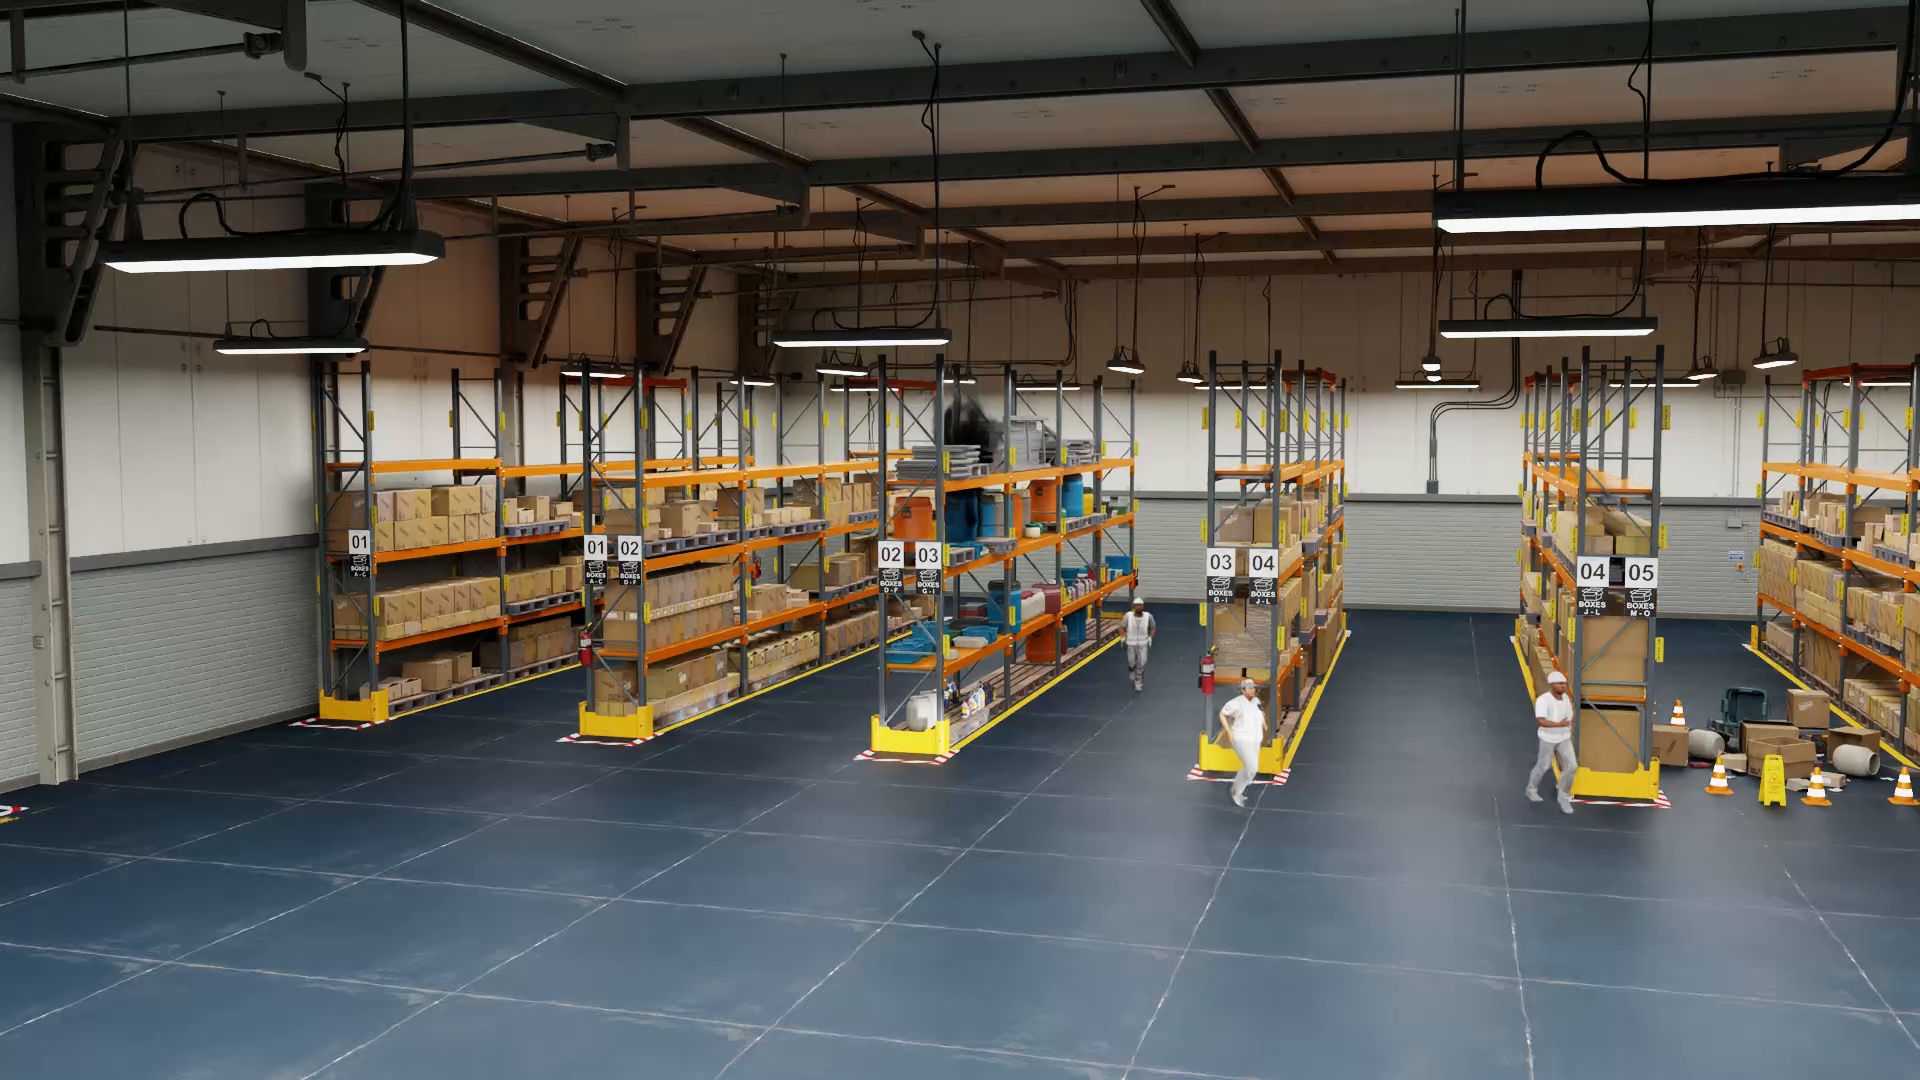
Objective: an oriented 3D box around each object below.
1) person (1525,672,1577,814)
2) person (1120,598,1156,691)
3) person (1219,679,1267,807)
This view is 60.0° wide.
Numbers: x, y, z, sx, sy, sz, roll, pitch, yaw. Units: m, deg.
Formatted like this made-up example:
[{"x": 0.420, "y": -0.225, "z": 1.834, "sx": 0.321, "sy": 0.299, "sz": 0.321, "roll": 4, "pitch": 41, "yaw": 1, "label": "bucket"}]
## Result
[{"x": 7.646, "y": 2.594, "z": 21.393, "sx": 0.670, "sy": 1.824, "sz": 0.849, "roll": -2, "pitch": 4, "yaw": -21, "label": "person"}, {"x": 3.322, "y": 1.929, "z": 30.997, "sx": 0.668, "sy": 1.728, "sz": 0.639, "roll": 0, "pitch": 4, "yaw": 5, "label": "person"}, {"x": 3.750, "y": 2.629, "z": 21.662, "sx": 0.583, "sy": 1.655, "sz": 0.640, "roll": -3, "pitch": 5, "yaw": -35, "label": "person"}]
